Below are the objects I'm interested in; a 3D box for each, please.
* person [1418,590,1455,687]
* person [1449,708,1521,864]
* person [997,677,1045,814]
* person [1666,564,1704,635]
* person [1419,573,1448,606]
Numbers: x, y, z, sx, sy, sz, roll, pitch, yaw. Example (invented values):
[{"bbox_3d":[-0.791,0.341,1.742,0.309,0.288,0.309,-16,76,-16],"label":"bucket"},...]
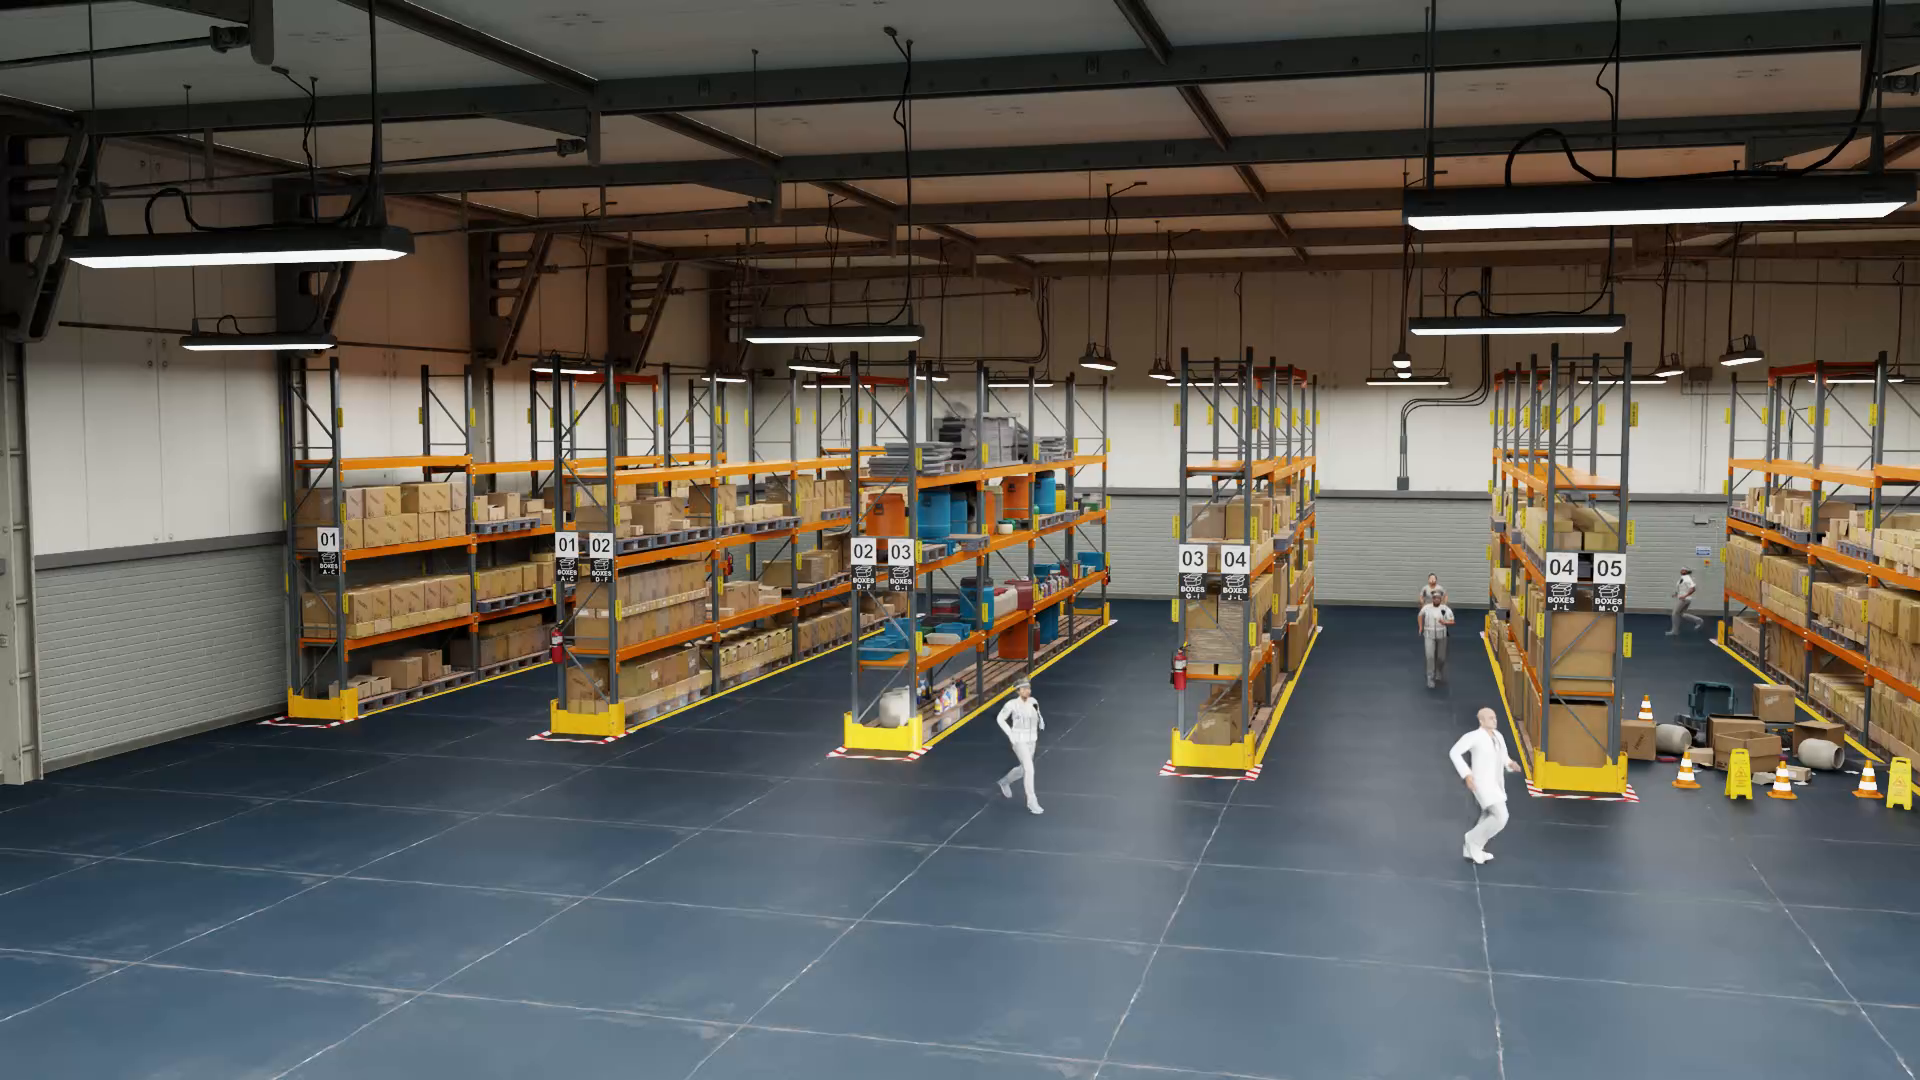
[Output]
[{"bbox_3d":[8.896,1.813,31.082,0.660,1.767,0.951,1,4,14],"label":"person"},{"bbox_3d":[5.932,2.797,18.587,0.691,1.650,0.691,-3,5,-40],"label":"person"},{"bbox_3d":[0.812,2.595,21.332,0.603,1.710,0.842,-3,5,-38],"label":"person"},{"bbox_3d":[16.678,1.380,38.194,0.812,1.678,0.603,1,4,17],"label":"person"},{"bbox_3d":[10.287,1.543,36.165,0.599,1.630,0.589,1,4,15],"label":"person"}]
